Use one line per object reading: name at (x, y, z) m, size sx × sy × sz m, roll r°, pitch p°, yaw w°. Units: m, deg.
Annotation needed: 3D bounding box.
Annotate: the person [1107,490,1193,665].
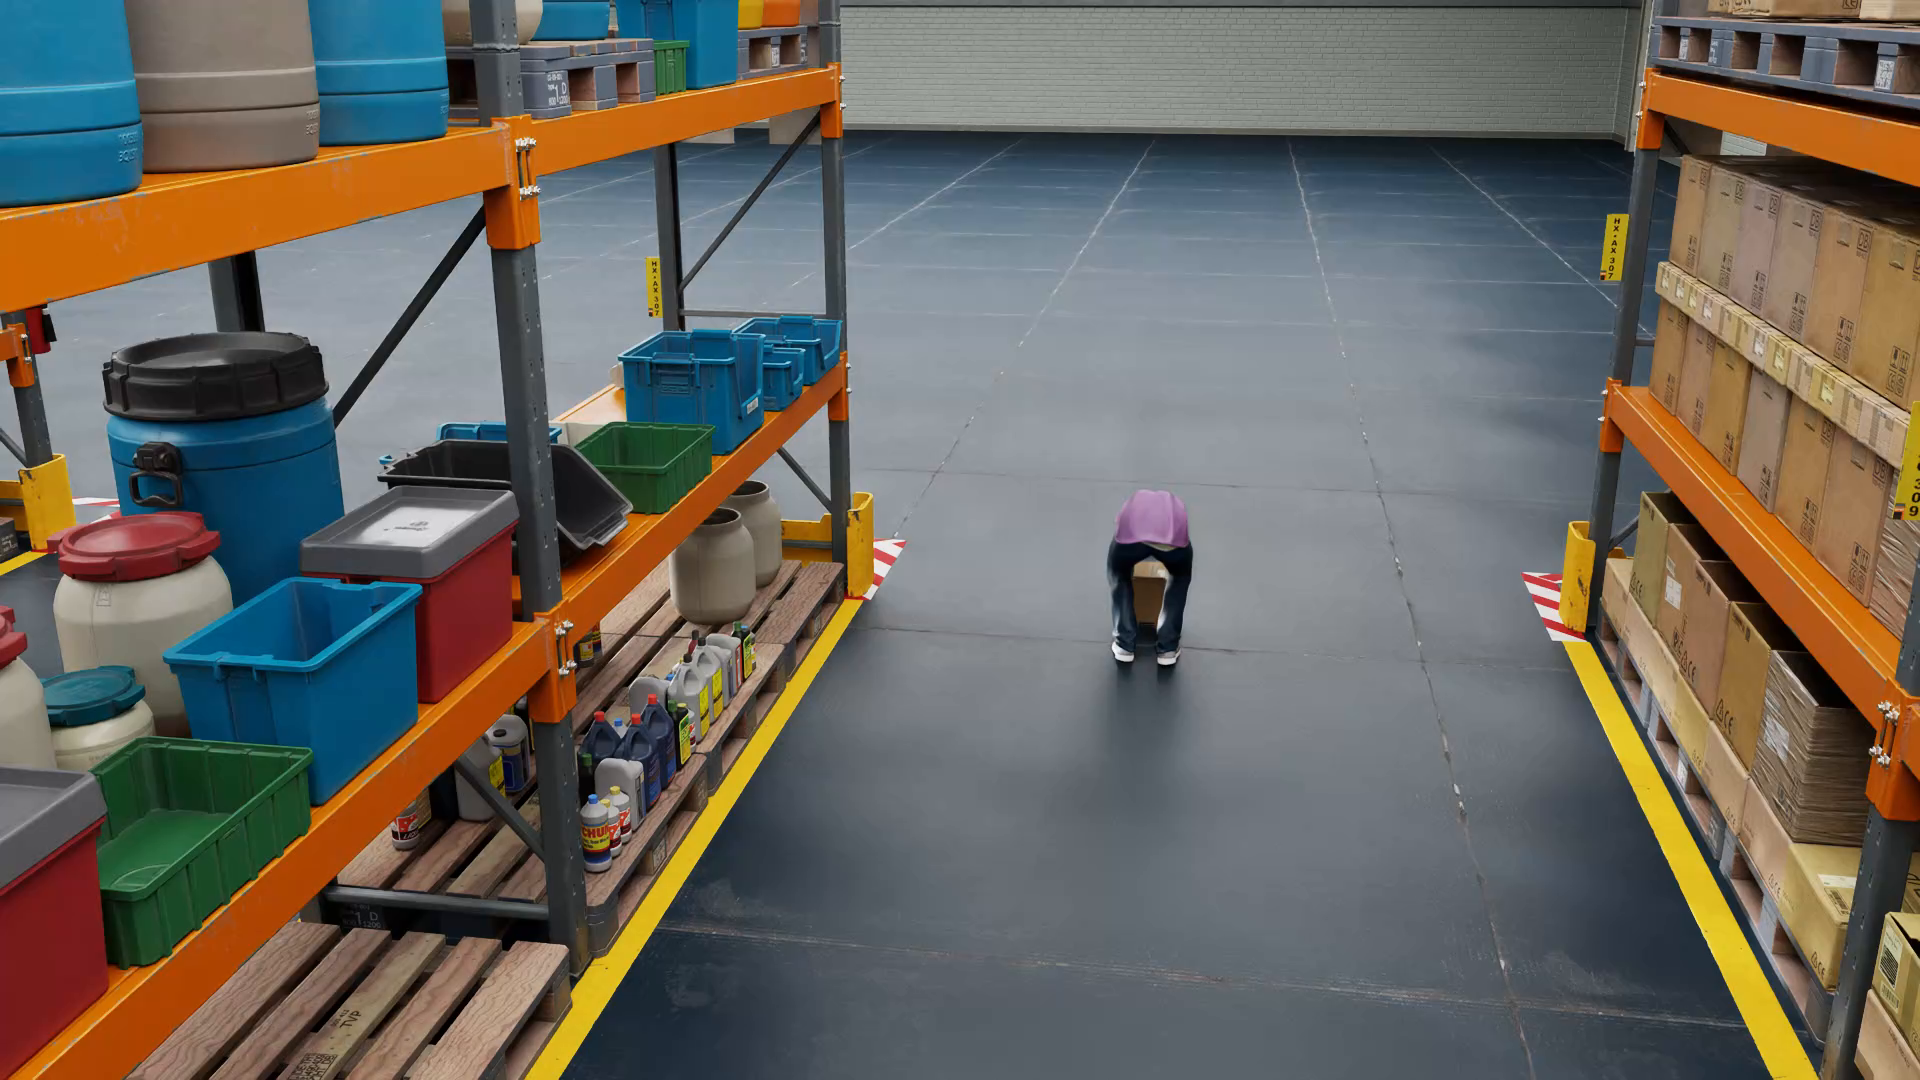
person at (0.950, 0.128, 8.340) m, size 0.424 × 0.873 × 0.853 m, roll 2°, pitch 18°, yaw 6°
